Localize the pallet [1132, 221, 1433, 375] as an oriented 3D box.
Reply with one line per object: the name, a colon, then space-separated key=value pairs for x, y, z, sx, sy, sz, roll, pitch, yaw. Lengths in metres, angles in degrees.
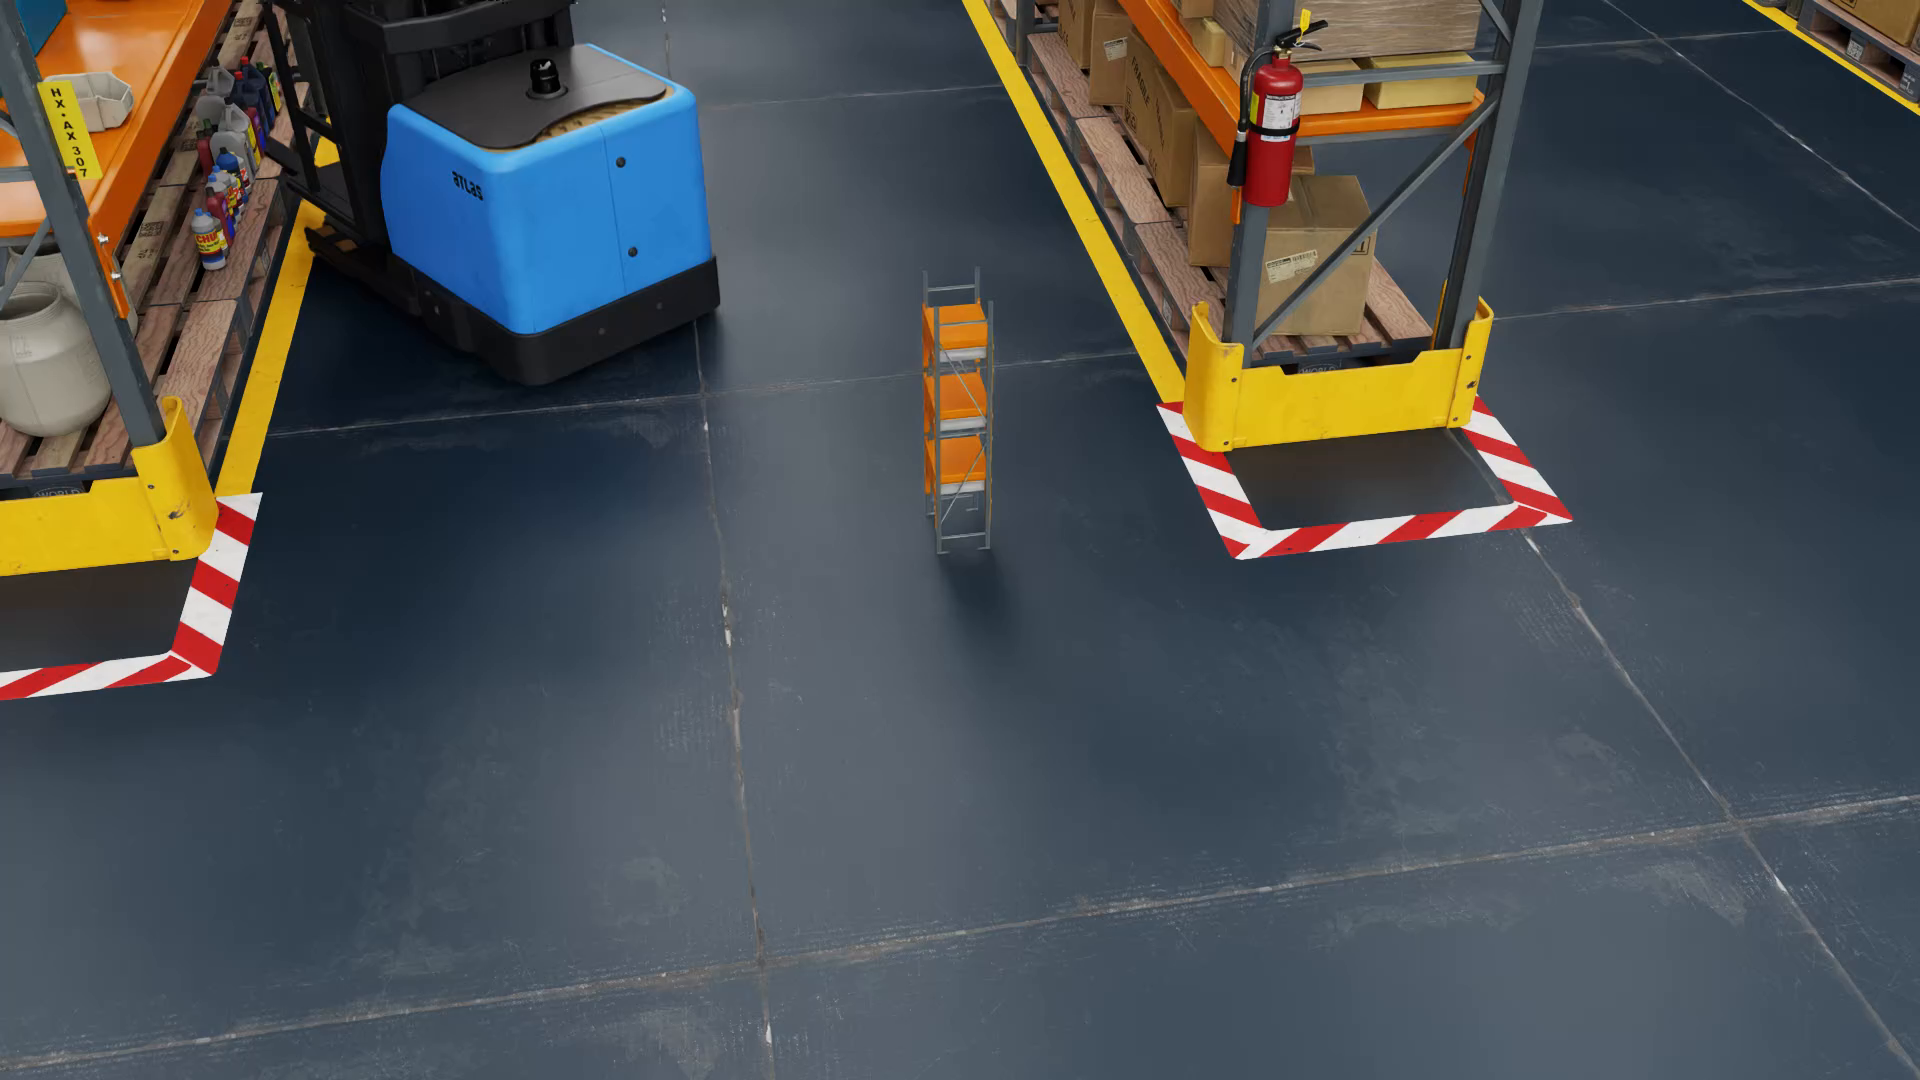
pallet: x=1.412 y=-1.093 z=7.485 sx=1.003 sy=0.211 sz=1.213 roll=-6 pitch=38 yaw=-8

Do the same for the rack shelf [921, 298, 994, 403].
rack shelf: x=-0.009 y=-0.663 z=5.802 sx=0.215 sy=0.259 sz=0.240 roll=-6 pitch=38 yaw=-8

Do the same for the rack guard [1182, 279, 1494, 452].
rack guard: x=1.520 y=-0.712 z=6.760 sx=1.175 sy=0.500 sz=0.348 roll=-6 pitch=38 yaw=-8

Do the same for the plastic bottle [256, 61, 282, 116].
plastic bottle: x=-3.635 y=-2.383 z=8.728 sx=0.061 sy=0.283 sz=0.133 roll=-4 pitch=38 yaw=-6

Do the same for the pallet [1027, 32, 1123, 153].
pallet: x=0.985 y=-2.567 z=9.382 sx=1.003 sy=0.211 sz=1.213 roll=-6 pitch=38 yaw=-8

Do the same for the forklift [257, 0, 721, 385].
forklift: x=-2.476 y=-2.607 z=7.216 sx=1.130 sy=2.935 sz=3.031 roll=-31 pitch=48 yaw=-34

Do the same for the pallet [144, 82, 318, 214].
pallet: x=-3.968 y=-2.026 z=8.685 sx=1.003 sy=0.211 sz=1.213 roll=-6 pitch=38 yaw=-8

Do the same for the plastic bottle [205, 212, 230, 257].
plastic bottle: x=-3.372 y=-1.381 z=7.505 sx=0.097 sy=0.201 sz=0.097 roll=0 pitch=38 yaw=0

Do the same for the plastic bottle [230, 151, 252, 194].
plastic bottle: x=-3.485 y=-1.770 z=8.005 sx=0.097 sy=0.201 sz=0.097 roll=0 pitch=38 yaw=0

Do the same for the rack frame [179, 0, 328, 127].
rack frame: x=-4.044 y=-3.537 z=8.358 sx=1.000 sy=3.000 sz=0.127 roll=-6 pitch=38 yaw=-8

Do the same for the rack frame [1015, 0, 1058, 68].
rack frame: x=0.832 y=-4.070 z=9.043 sx=1.000 sy=3.000 sz=0.127 roll=-6 pitch=38 yaw=-8

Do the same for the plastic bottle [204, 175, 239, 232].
plastic bottle: x=-3.414 y=-1.553 z=7.669 sx=0.097 sy=0.271 sz=0.097 roll=0 pitch=38 yaw=0

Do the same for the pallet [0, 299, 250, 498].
pallet: x=-3.540 y=-0.552 z=6.788 sx=1.003 sy=0.211 sz=1.213 roll=-6 pitch=38 yaw=-8

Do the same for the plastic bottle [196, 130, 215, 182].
plastic bottle: x=-3.637 y=-1.859 z=8.053 sx=0.061 sy=0.283 sz=0.133 roll=-6 pitch=38 yaw=-8

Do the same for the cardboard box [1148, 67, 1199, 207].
cardboard box: x=1.211 y=-1.949 z=8.009 sx=0.500 sy=0.500 sz=0.500 roll=-3 pitch=38 yaw=-4

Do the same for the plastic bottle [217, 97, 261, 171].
plastic bottle: x=-3.557 y=-1.996 z=8.174 sx=0.144 sy=0.351 sz=0.185 roll=-6 pitch=38 yaw=-8

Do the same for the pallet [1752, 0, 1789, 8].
pallet: x=5.523 y=-3.899 z=11.097 sx=1.003 sy=0.211 sz=1.213 roll=-6 pitch=38 yaw=-8

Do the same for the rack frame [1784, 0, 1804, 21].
rack frame: x=5.733 y=-4.542 z=9.652 sx=1.000 sy=3.000 sz=0.127 roll=-6 pitch=38 yaw=-8

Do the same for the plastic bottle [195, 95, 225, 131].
plastic bottle: x=-3.755 y=-2.130 z=8.408 sx=0.152 sy=0.276 sz=0.135 roll=-6 pitch=38 yaw=-8

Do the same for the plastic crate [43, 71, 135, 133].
plastic crate: x=-3.183 y=-1.592 z=6.069 sx=0.298 sy=0.136 sz=0.250 roll=-6 pitch=38 yaw=-8

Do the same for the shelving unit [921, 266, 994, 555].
shelving unit: x=-0.009 y=-0.447 z=5.970 sx=0.215 sy=1.050 sz=0.252 roll=-6 pitch=38 yaw=-8

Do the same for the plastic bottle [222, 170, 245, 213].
plastic bottle: x=-3.449 y=-1.646 z=7.845 sx=0.097 sy=0.201 sz=0.097 roll=0 pitch=38 yaw=0

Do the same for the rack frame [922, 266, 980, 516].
rack frame: x=-0.031 y=-0.521 z=6.064 sx=0.200 sy=1.050 sz=0.008 roll=-6 pitch=38 yaw=-8

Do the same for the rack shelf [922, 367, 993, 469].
rack shelf: x=-0.009 y=-0.439 z=5.976 sx=0.215 sy=0.259 sz=0.240 roll=-6 pitch=38 yaw=-8

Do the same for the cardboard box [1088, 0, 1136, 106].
cardboard box: x=0.971 y=-2.657 z=8.921 sx=0.500 sy=0.500 sz=0.500 roll=5 pitch=38 yaw=7

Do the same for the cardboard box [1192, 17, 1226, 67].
cardboard box: x=1.142 y=-2.001 z=6.585 sx=0.380 sy=0.149 sz=0.250 roll=-6 pitch=38 yaw=-8

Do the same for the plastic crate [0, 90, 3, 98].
plastic crate: x=-3.834 y=-1.725 z=6.147 sx=0.499 sy=0.251 sz=0.408 roll=-6 pitch=38 yaw=-8

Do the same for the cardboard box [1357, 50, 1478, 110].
cardboard box: x=1.718 y=-1.752 z=6.265 sx=0.380 sy=0.149 sz=0.250 roll=-6 pitch=38 yaw=-8

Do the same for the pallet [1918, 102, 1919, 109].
pallet: x=6.006 y=-2.235 z=8.955 sx=1.003 sy=0.211 sz=1.213 roll=-6 pitch=38 yaw=-8

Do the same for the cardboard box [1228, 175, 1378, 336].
cardboard box: x=1.440 y=-1.211 z=7.059 sx=0.500 sy=0.500 sz=0.500 roll=0 pitch=38 yaw=1

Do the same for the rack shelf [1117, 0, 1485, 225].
rack shelf: x=1.183 y=-2.578 z=7.709 sx=1.077 sy=0.370 sz=4.000 roll=-6 pitch=38 yaw=-8

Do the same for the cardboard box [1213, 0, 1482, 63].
cardboard box: x=1.464 y=-2.146 z=6.243 sx=0.875 sy=0.500 sz=0.500 roll=-6 pitch=38 yaw=-8

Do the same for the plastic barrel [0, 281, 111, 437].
plastic barrel: x=-3.534 y=-0.694 z=6.383 sx=0.421 sy=0.512 sz=0.421 roll=0 pitch=38 yaw=0

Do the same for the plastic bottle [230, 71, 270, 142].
plastic bottle: x=-3.614 y=-2.191 z=8.425 sx=0.144 sy=0.351 sz=0.185 roll=-8 pitch=39 yaw=-10

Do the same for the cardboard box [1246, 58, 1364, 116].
cardboard box: x=1.280 y=-1.704 z=6.204 sx=0.380 sy=0.149 sz=0.250 roll=-6 pitch=38 yaw=-8

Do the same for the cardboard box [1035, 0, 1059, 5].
cardboard box: x=0.746 y=-3.629 z=10.156 sx=0.700 sy=0.500 sz=0.500 roll=-9 pitch=39 yaw=-11

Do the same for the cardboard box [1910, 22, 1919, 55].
cardboard box: x=5.936 y=-2.937 z=8.976 sx=0.875 sy=0.875 sz=0.875 roll=-6 pitch=38 yaw=-8
